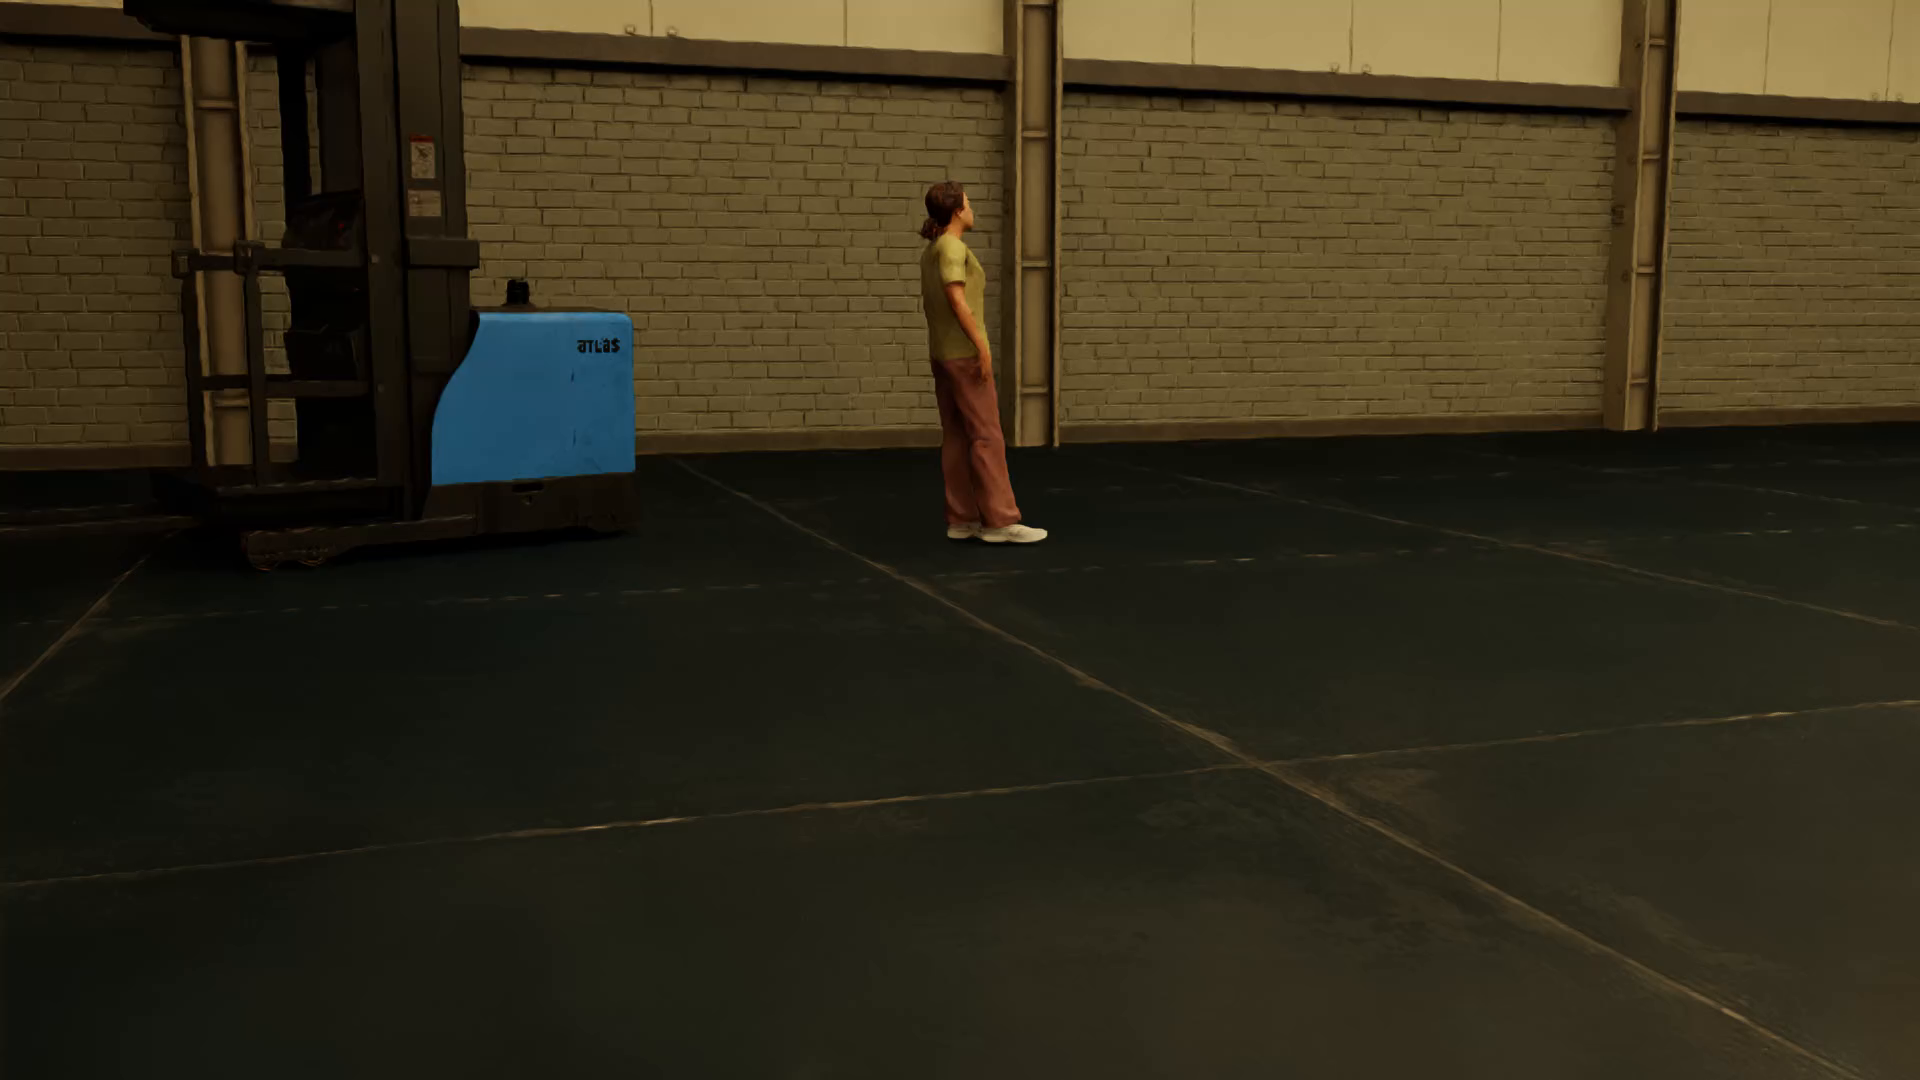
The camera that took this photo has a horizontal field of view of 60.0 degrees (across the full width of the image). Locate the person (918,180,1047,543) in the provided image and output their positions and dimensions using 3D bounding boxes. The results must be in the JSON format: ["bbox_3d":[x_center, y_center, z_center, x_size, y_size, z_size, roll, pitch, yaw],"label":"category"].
[{"bbox_3d":[0.074,-0.839,7.823,0.548,1.674,0.554,-3,8,-18],"label":"person"}]

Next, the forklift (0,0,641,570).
[{"bbox_3d":[-3.027,-1.405,7.375,3.031,2.935,1.130,-6,10,-38],"label":"forklift"}]
